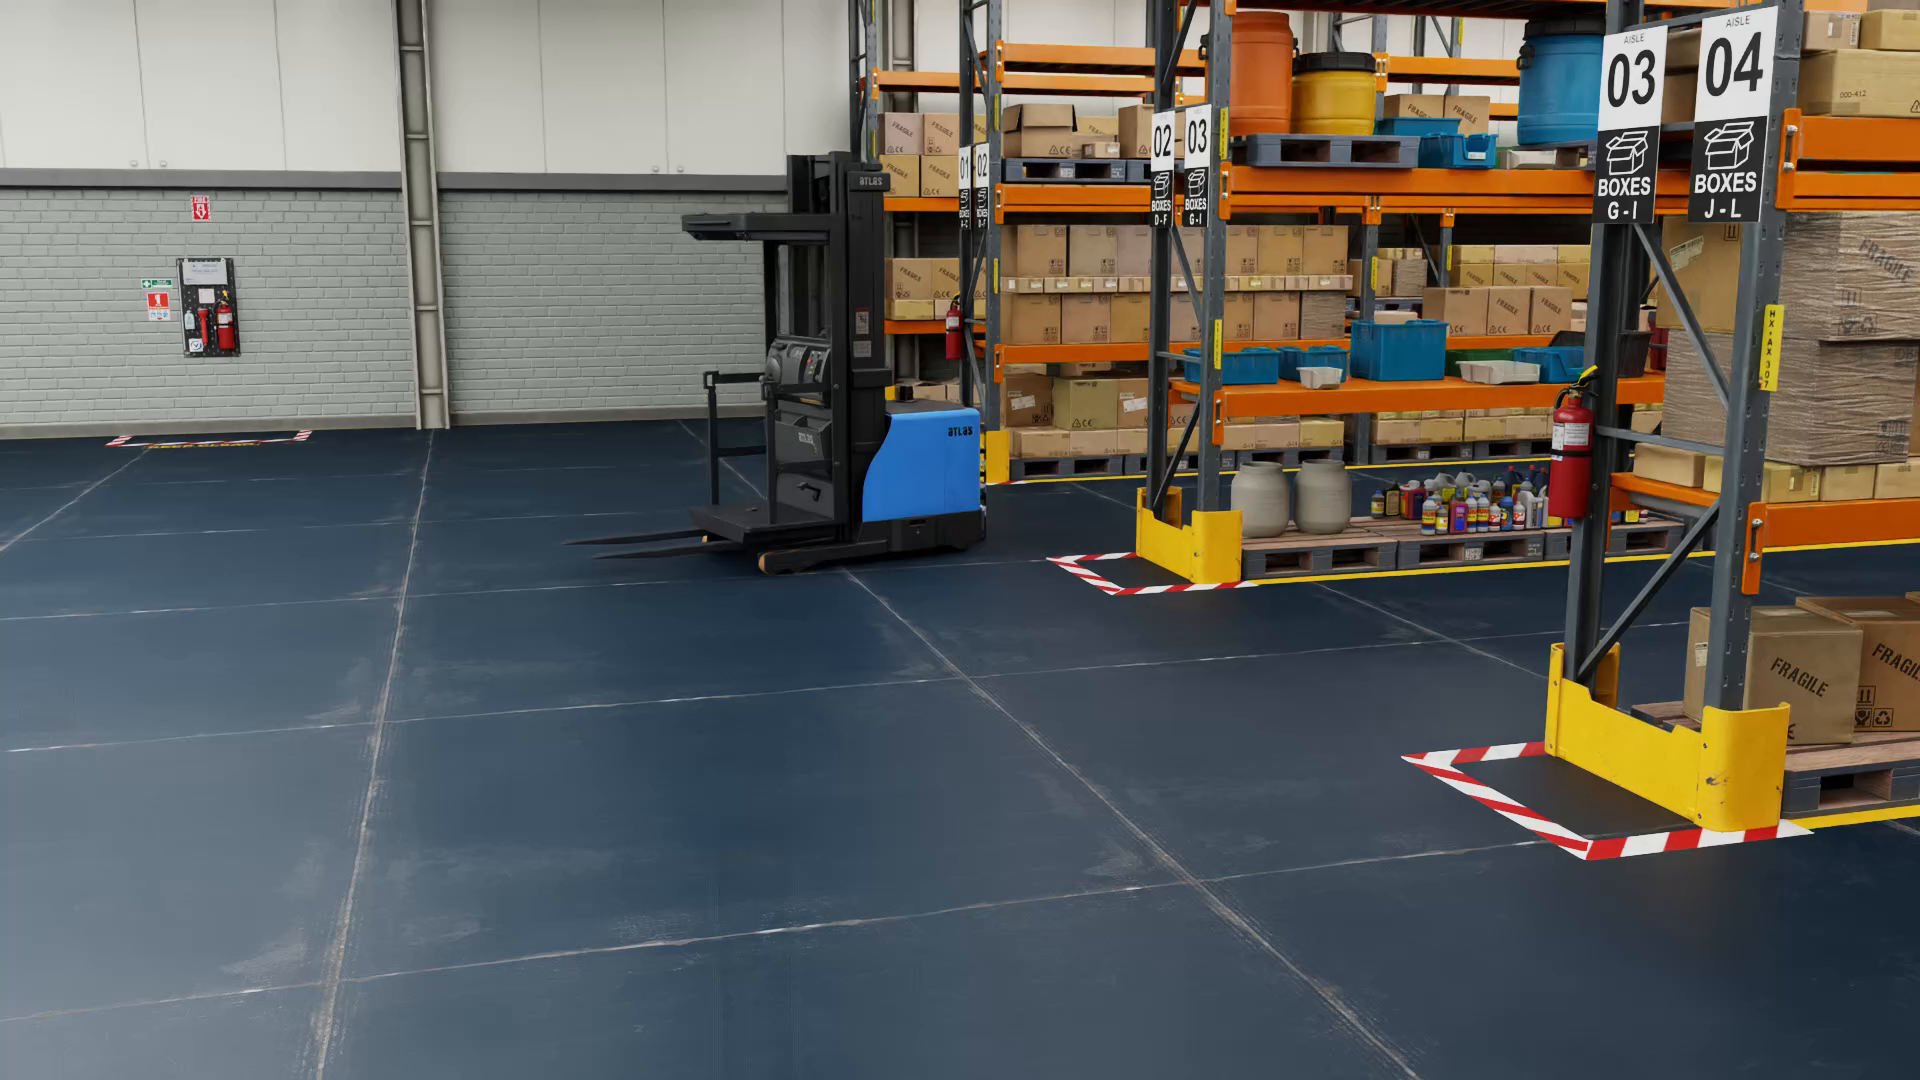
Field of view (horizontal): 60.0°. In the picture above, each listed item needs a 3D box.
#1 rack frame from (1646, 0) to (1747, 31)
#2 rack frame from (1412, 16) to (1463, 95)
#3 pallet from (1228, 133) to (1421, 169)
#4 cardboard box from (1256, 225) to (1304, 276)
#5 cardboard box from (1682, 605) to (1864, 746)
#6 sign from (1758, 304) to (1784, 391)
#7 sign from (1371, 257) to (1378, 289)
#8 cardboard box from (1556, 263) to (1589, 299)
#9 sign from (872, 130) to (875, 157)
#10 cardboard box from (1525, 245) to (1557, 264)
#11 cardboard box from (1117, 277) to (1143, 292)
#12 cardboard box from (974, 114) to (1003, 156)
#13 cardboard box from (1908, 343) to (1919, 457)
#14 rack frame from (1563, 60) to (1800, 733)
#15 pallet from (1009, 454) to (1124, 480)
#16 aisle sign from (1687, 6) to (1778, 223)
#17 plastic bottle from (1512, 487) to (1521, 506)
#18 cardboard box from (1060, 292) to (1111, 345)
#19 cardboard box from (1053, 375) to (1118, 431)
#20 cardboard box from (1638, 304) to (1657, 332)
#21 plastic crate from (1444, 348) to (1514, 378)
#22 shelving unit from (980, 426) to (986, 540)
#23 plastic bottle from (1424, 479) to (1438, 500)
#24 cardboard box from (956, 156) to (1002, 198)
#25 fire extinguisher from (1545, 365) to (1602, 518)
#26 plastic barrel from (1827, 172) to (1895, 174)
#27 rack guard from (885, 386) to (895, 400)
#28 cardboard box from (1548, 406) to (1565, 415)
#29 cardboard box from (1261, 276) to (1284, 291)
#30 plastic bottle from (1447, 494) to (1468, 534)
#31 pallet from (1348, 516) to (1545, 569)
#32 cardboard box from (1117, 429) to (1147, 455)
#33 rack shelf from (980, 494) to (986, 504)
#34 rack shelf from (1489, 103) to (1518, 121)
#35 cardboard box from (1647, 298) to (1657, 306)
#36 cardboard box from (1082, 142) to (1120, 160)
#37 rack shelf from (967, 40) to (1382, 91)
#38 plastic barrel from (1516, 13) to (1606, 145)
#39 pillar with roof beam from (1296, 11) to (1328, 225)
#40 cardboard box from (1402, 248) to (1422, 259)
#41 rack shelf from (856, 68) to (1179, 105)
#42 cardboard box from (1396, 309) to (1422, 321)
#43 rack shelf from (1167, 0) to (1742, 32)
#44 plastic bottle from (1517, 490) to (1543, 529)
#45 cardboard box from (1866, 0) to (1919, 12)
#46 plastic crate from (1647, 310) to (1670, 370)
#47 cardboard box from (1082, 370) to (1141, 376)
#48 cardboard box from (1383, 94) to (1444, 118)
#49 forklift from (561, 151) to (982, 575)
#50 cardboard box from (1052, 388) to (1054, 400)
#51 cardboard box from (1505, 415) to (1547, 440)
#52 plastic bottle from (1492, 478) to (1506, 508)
[{"bbox_3d":[5.411,-4.419,12.197,0.127,3.000,1.000,-3,11,-16],"label":"rack frame"},{"bbox_3d":[6.482,-6.344,22.652,0.127,3.000,1.000,-3,11,-16],"label":"rack frame"},{"bbox_3d":[2.392,-2.674,11.522,1.213,0.211,1.003,-3,11,-16],"label":"pallet"},{"bbox_3d":[3.121,-2.968,17.024,0.500,0.500,0.700,-3,11,-16],"label":"cardboard box"},{"bbox_3d":[3.559,0.589,7.308,0.500,0.500,0.500,-1,10,-5],"label":"cardboard box"},{"bbox_3d":[3.107,-0.737,6.373,0.005,0.325,0.100,-3,11,-16],"label":"sign"},{"bbox_3d":[4.187,-2.698,16.810,0.005,0.325,0.100,-3,11,-16],"label":"sign"},{"bbox_3d":[8.500,-3.656,23.470,0.500,0.500,0.500,-3,11,-14],"label":"cardboard box"},{"bbox_3d":[-1.047,-4.799,20.133,0.005,0.325,0.100,-3,11,-16],"label":"sign"},{"bbox_3d":[7.985,-3.999,23.260,0.500,0.250,0.500,-3,11,-16],"label":"cardboard box"},{"bbox_3d":[1.617,-2.531,16.441,0.250,0.149,0.380,-3,11,-18],"label":"cardboard box"},{"bbox_3d":[0.224,-5.036,20.741,0.500,0.500,0.500,-3,11,-14],"label":"cardboard box"},{"bbox_3d":[3.937,-0.670,7.304,0.500,0.500,0.875,-3,11,-16],"label":"cardboard box"},{"bbox_3d":[2.955,-0.405,6.964,0.127,3.000,1.000,-3,11,-16],"label":"rack frame"},{"bbox_3d":[0.912,-0.802,16.822,1.213,0.211,1.003,-3,11,-16],"label":"pallet"},{"bbox_3d":[2.979,-1.629,6.428,0.004,0.787,0.394,-3,11,-16],"label":"aisle sign"},{"bbox_3d":[4.191,-0.252,12.415,0.133,0.283,0.061,-3,11,-16],"label":"plastic bottle"},{"bbox_3d":[1.144,-2.226,16.575,0.500,0.500,0.700,-3,11,-14],"label":"cardboard box"},{"bbox_3d":[1.246,-1.365,16.539,0.500,0.500,0.500,-3,11,-16],"label":"cardboard box"},{"bbox_3d":[7.509,-2.478,18.468,0.500,0.311,0.500,-2,11,-12],"label":"cardboard box"},{"bbox_3d":[4.029,-1.345,12.653,0.662,0.188,0.450,-3,11,-16],"label":"plastic crate"},{"bbox_3d":[0.055,-0.451,13.010,0.210,0.900,0.258,-6,12,-28],"label":"shelving unit"},{"bbox_3d":[3.594,-0.327,12.848,0.135,0.276,0.152,-3,11,-18],"label":"plastic bottle"},{"bbox_3d":[0.215,-4.544,20.830,0.500,0.500,0.500,-2,11,-13],"label":"cardboard box"},{"bbox_3d":[2.716,-0.442,7.375,0.183,0.674,0.296,-3,11,-16],"label":"fire extinguisher"},{"bbox_3d":[7.094,-3.320,13.128,0.708,0.901,0.600,-3,11,-16],"label":"plastic barrel"},{"bbox_3d":[-1.126,-1.763,21.243,0.348,0.500,1.175,-3,11,-16],"label":"rack guard"},{"bbox_3d":[6.454,-1.541,18.017,0.500,0.311,0.500,-3,11,-16],"label":"cardboard box"},{"bbox_3d":[3.088,-2.608,16.860,0.250,0.149,0.380,-3,11,-16],"label":"cardboard box"},{"bbox_3d":[3.621,-0.193,12.096,0.133,0.283,0.061,-3,11,-15],"label":"plastic bottle"},{"bbox_3d":[3.581,-0.008,12.509,1.213,0.211,1.003,-3,11,-16],"label":"pallet"},{"bbox_3d":[1.726,-1.022,16.746,0.500,0.250,0.500,-3,11,-16],"label":"cardboard box"},{"bbox_3d":[0.055,-0.330,13.033,0.200,0.077,0.258,-6,12,-28],"label":"rack shelf"},{"bbox_3d":[8.403,-5.895,23.303,4.000,0.370,1.077,-3,11,-16],"label":"rack shelf"},{"bbox_3d":[9.842,-3.399,23.864,0.250,0.149,0.380,-3,11,-15],"label":"cardboard box"},{"bbox_3d":[1.368,-3.784,16.177,0.250,0.149,0.380,-3,11,-16],"label":"cardboard box"},{"bbox_3d":[2.110,-4.629,16.427,4.000,0.370,1.077,-3,11,-16],"label":"rack shelf"},{"bbox_3d":[4.425,-3.365,12.213,0.708,0.901,0.600,-3,11,-16],"label":"plastic barrel"},{"bbox_3d":[6.196,-5.680,19.046,0.400,9.000,9.100,-3,11,-16],"label":"pillar with roof beam"},{"bbox_3d":[6.160,-3.955,22.964,0.250,0.149,0.380,-5,11,-23],"label":"cardboard box"},{"bbox_3d":[0.722,-5.685,21.068,4.000,0.370,1.077,-3,11,-16],"label":"rack shelf"},{"bbox_3d":[4.823,-2.340,17.846,0.258,0.266,0.396,-3,11,-17],"label":"cardboard box"},{"bbox_3d":[3.491,-3.768,11.749,4.000,0.370,1.077,-3,11,-16],"label":"rack shelf"},{"bbox_3d":[4.222,-0.229,12.316,0.135,0.276,0.152,-3,11,-15],"label":"plastic bottle"},{"bbox_3d":[4.372,-2.444,7.276,0.500,0.500,0.500,-3,11,-16],"label":"cardboard box"},{"bbox_3d":[5.790,-1.578,13.157,0.583,0.464,0.402,-3,11,-16],"label":"plastic crate"},{"bbox_3d":[1.577,-1.483,17.179,0.500,0.500,0.500,-3,11,-16],"label":"cardboard box"},{"bbox_3d":[4.633,-4.331,17.187,0.500,0.500,0.500,-3,11,-15],"label":"cardboard box"},{"bbox_3d":[-1.355,-1.301,12.019,3.031,2.935,1.130,-6,12,-32],"label":"forklift"},{"bbox_3d":[1.101,-1.928,21.893,0.250,0.149,0.380,-4,11,-21],"label":"cardboard box"},{"bbox_3d":[5.963,-1.240,17.930,0.500,0.250,0.500,-3,11,-15],"label":"cardboard box"},{"bbox_3d":[4.208,-0.351,12.990,0.097,0.271,0.097,0,10,0],"label":"plastic bottle"}]
